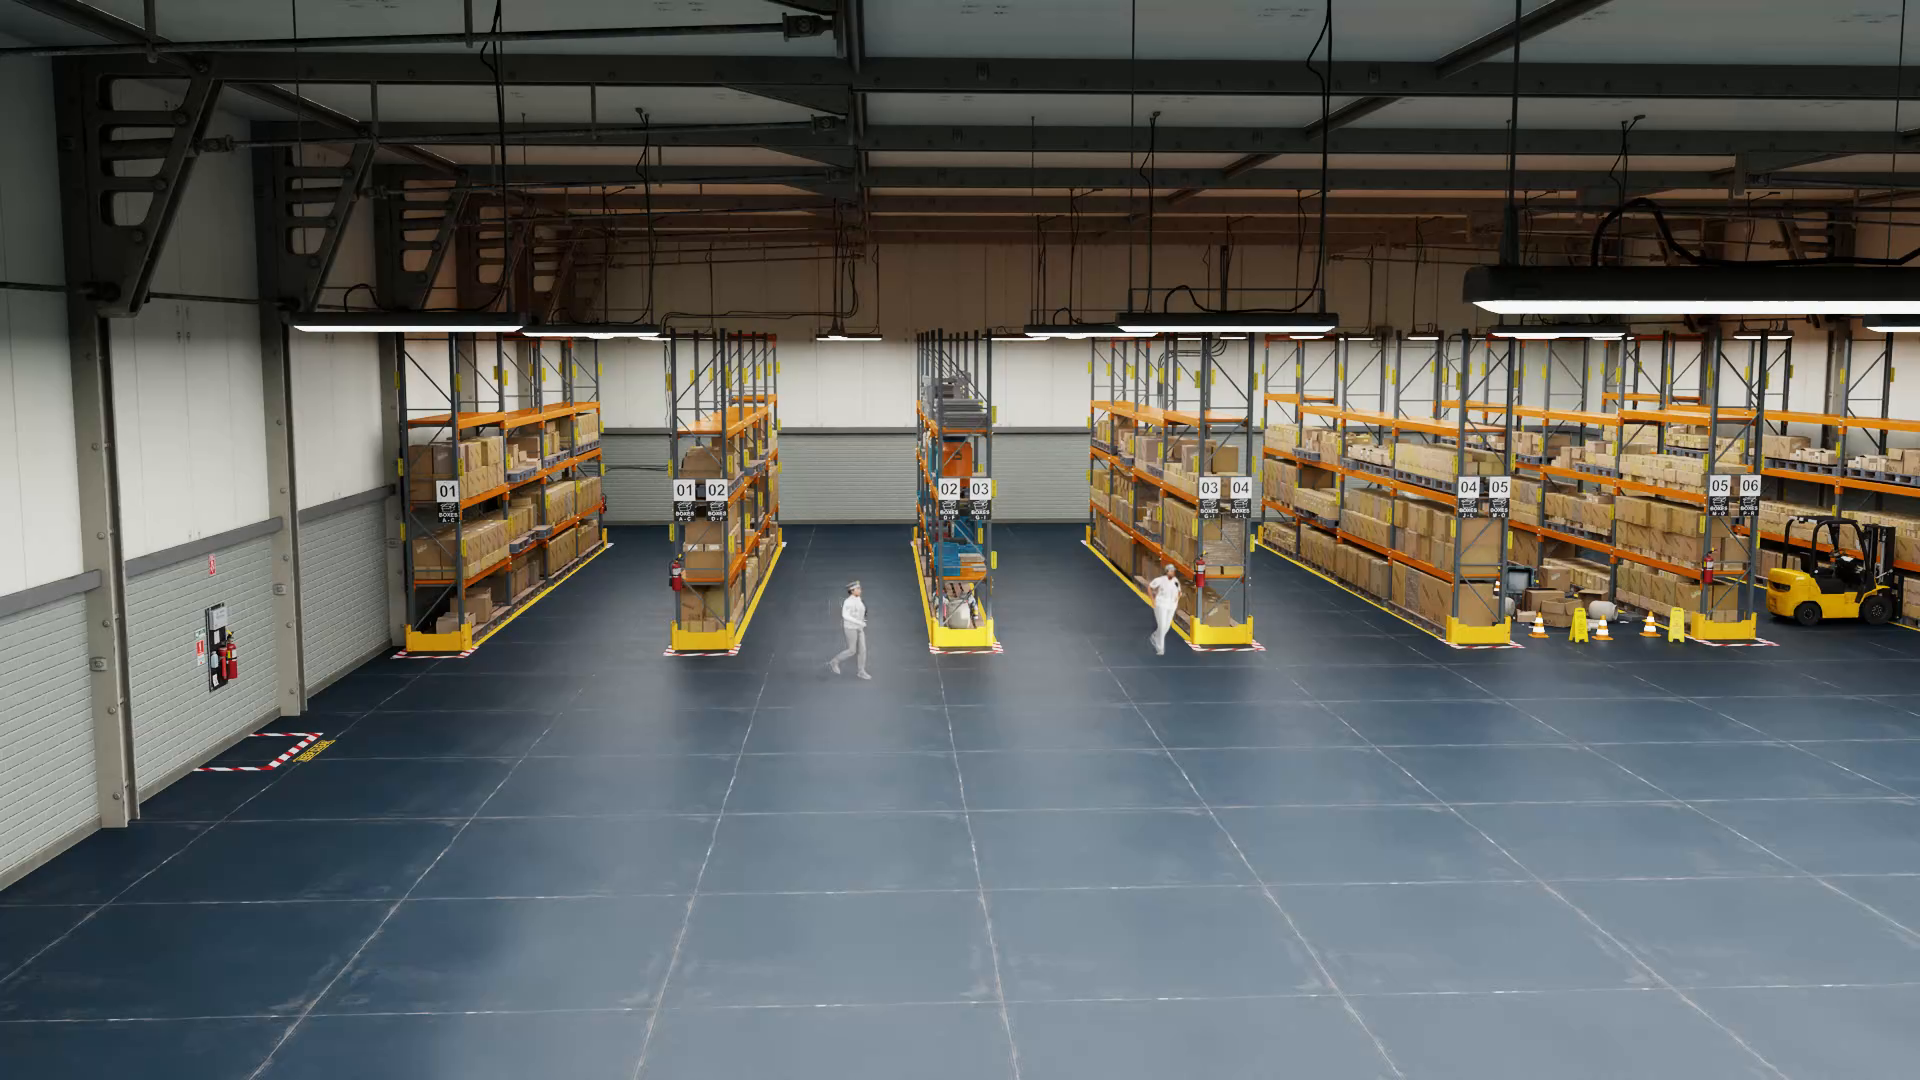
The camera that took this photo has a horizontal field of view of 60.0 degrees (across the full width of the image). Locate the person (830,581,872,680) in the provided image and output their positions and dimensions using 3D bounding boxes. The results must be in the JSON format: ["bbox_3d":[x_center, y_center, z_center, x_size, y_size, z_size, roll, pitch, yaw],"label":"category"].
[{"bbox_3d":[-1.862,1.535,28.547,0.778,1.704,0.605,3,7,24],"label":"person"}]

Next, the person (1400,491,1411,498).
[{"bbox_3d":[13.198,-0.910,49.462,0.610,1.661,0.623,0,7,4],"label":"person"}]

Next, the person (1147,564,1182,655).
[{"bbox_3d":[3.817,1.298,30.997,0.649,1.720,0.758,-3,7,-24],"label":"person"}]
